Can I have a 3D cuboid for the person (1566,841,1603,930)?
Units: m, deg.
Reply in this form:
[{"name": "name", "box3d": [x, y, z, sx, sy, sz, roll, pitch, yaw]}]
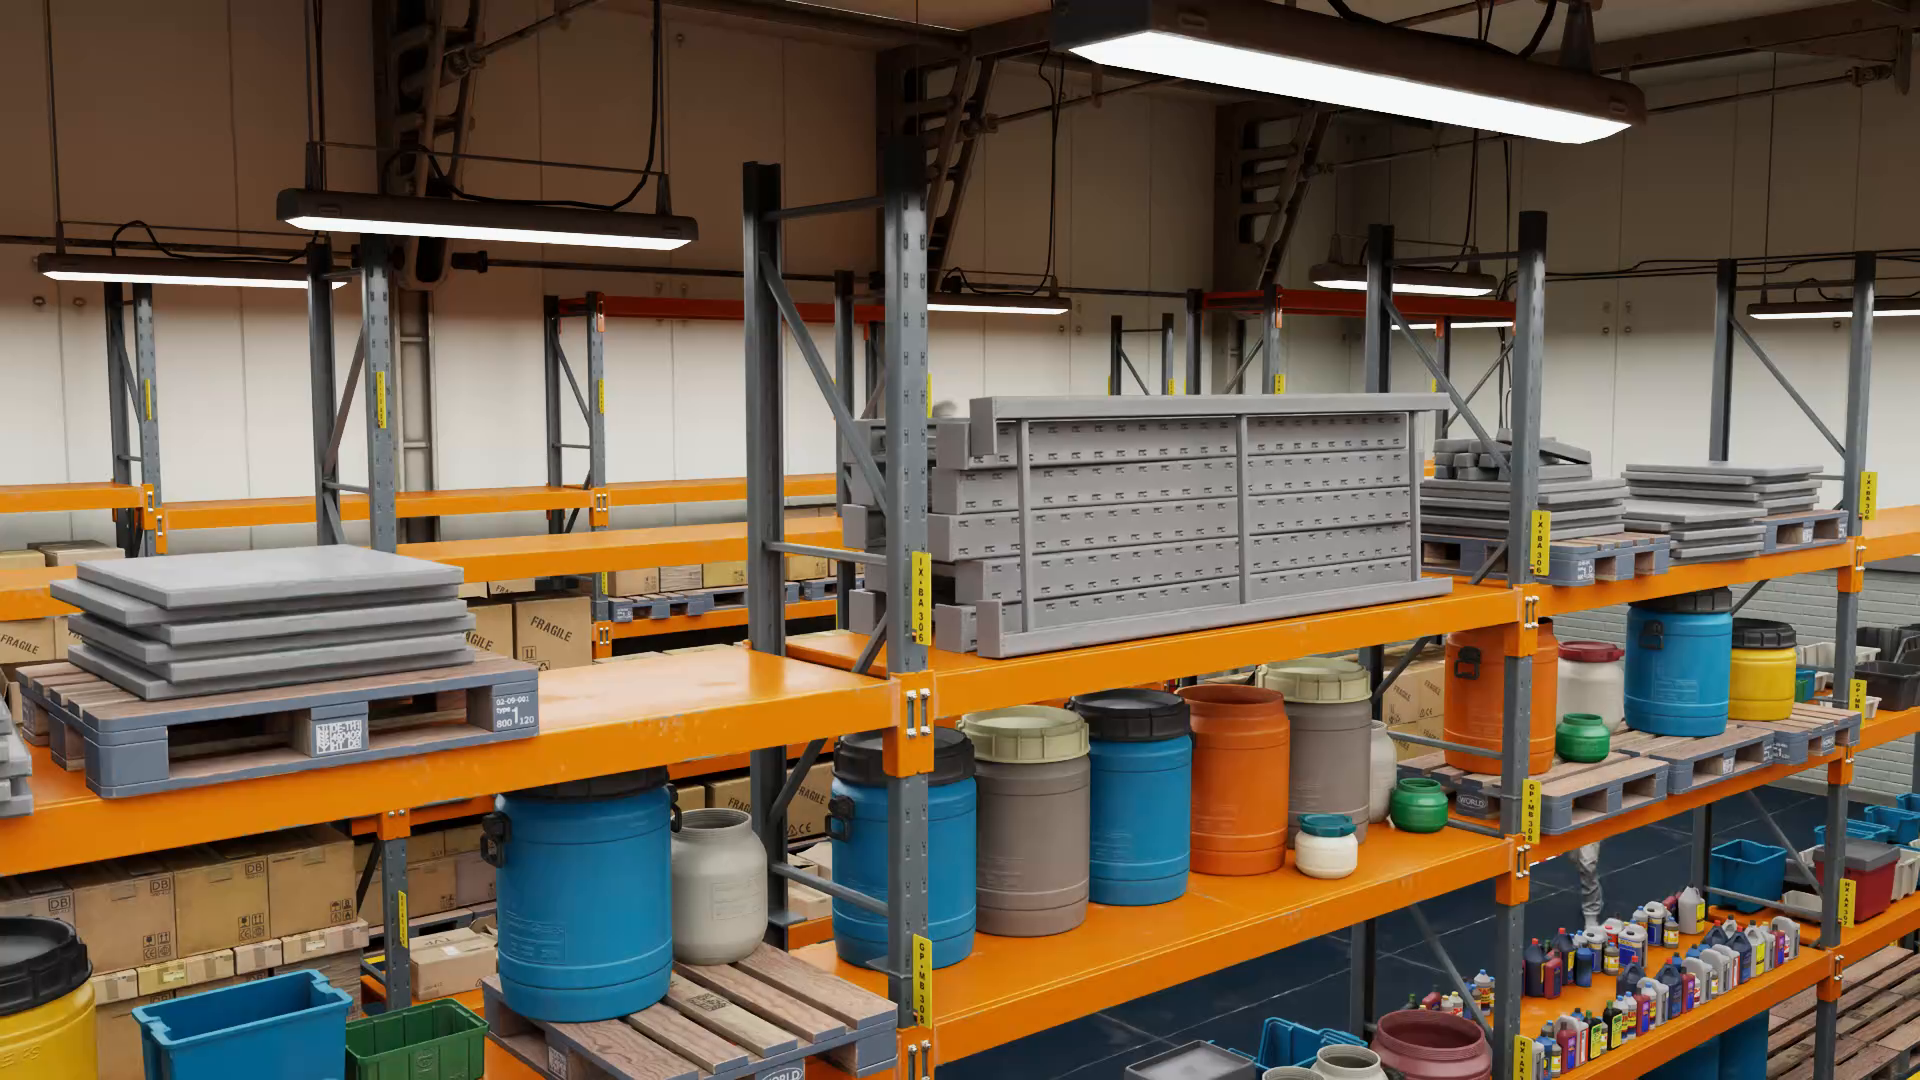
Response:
[{"name": "person", "box3d": [5.912, 2.750, 15.927, 0.690, 1.812, 0.832, 5, 7, 39]}]
